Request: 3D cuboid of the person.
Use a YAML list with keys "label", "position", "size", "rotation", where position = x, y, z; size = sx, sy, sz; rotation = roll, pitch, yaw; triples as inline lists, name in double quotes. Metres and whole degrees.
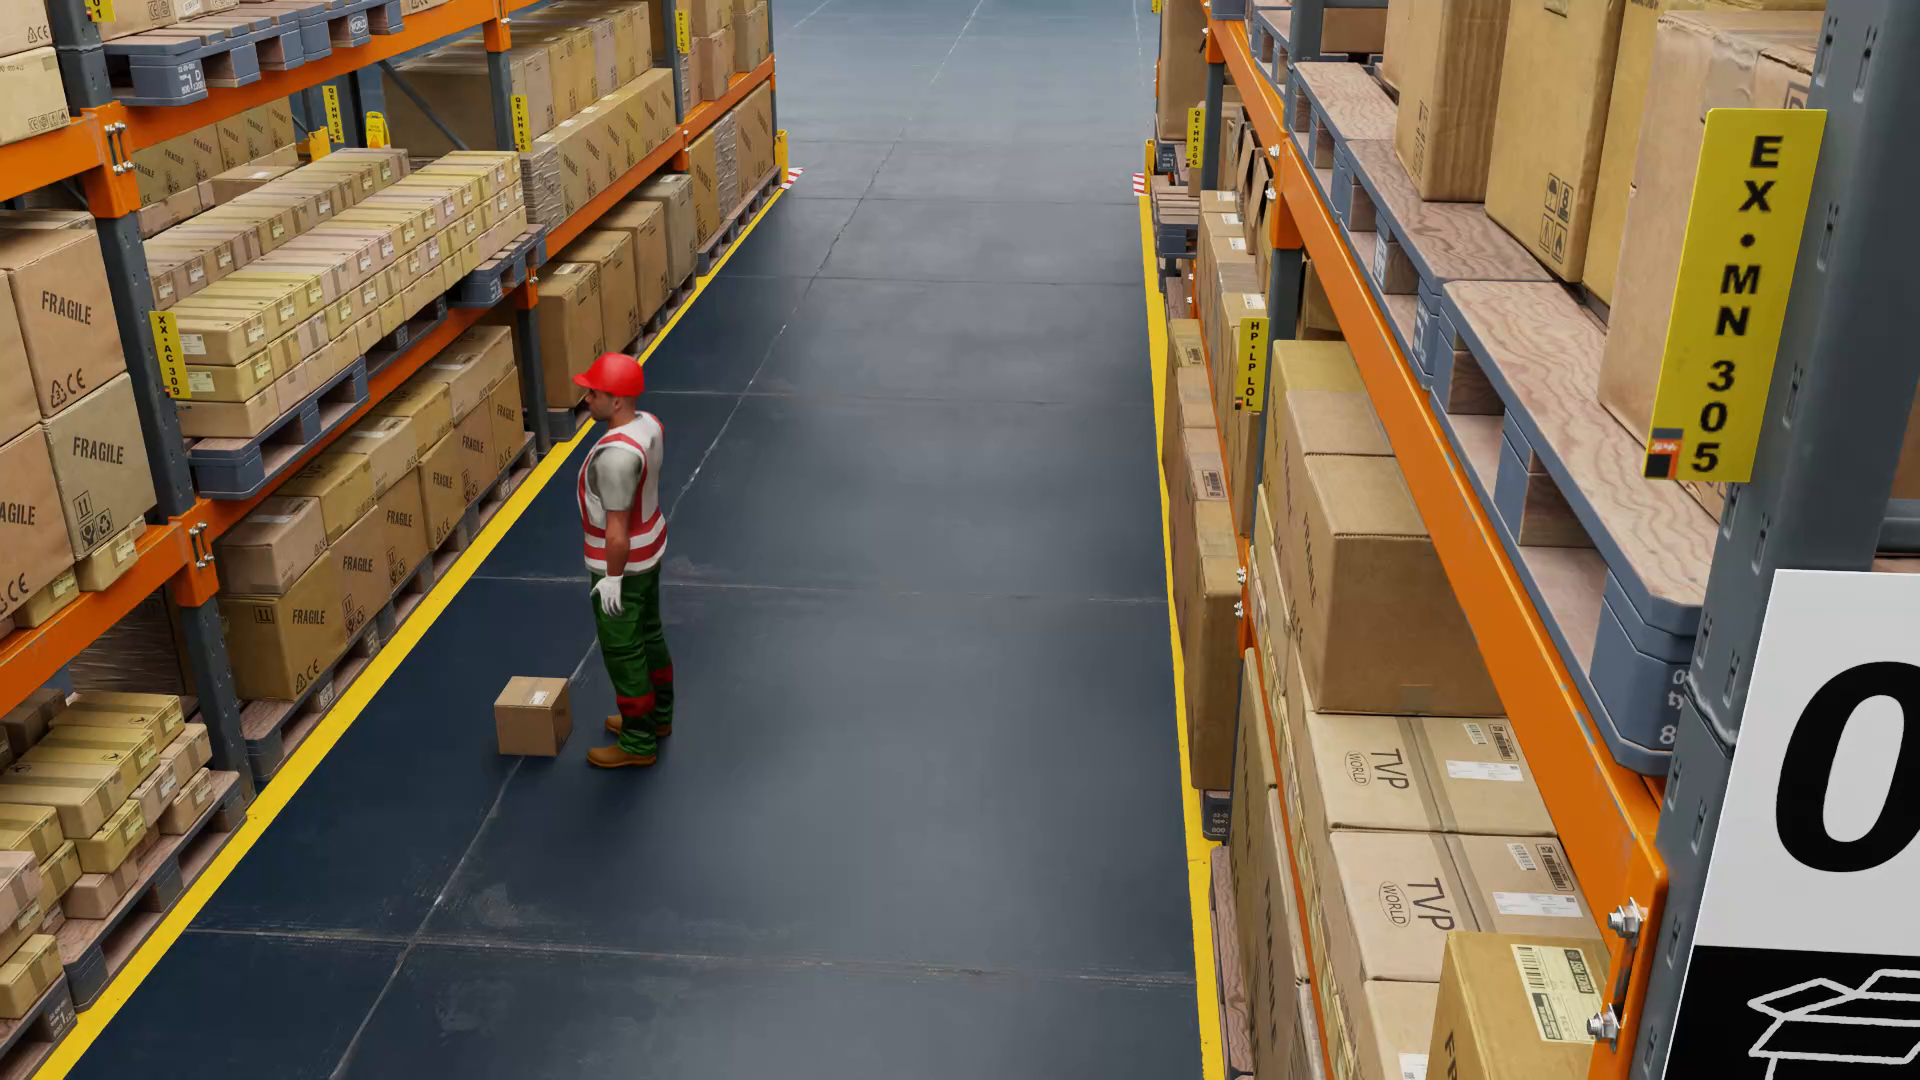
- label: "person"
  position: [-1.400, 0.086, 6.876]
  size: [0.380, 1.793, 0.526]
  rotation: [2, 24, 5]
